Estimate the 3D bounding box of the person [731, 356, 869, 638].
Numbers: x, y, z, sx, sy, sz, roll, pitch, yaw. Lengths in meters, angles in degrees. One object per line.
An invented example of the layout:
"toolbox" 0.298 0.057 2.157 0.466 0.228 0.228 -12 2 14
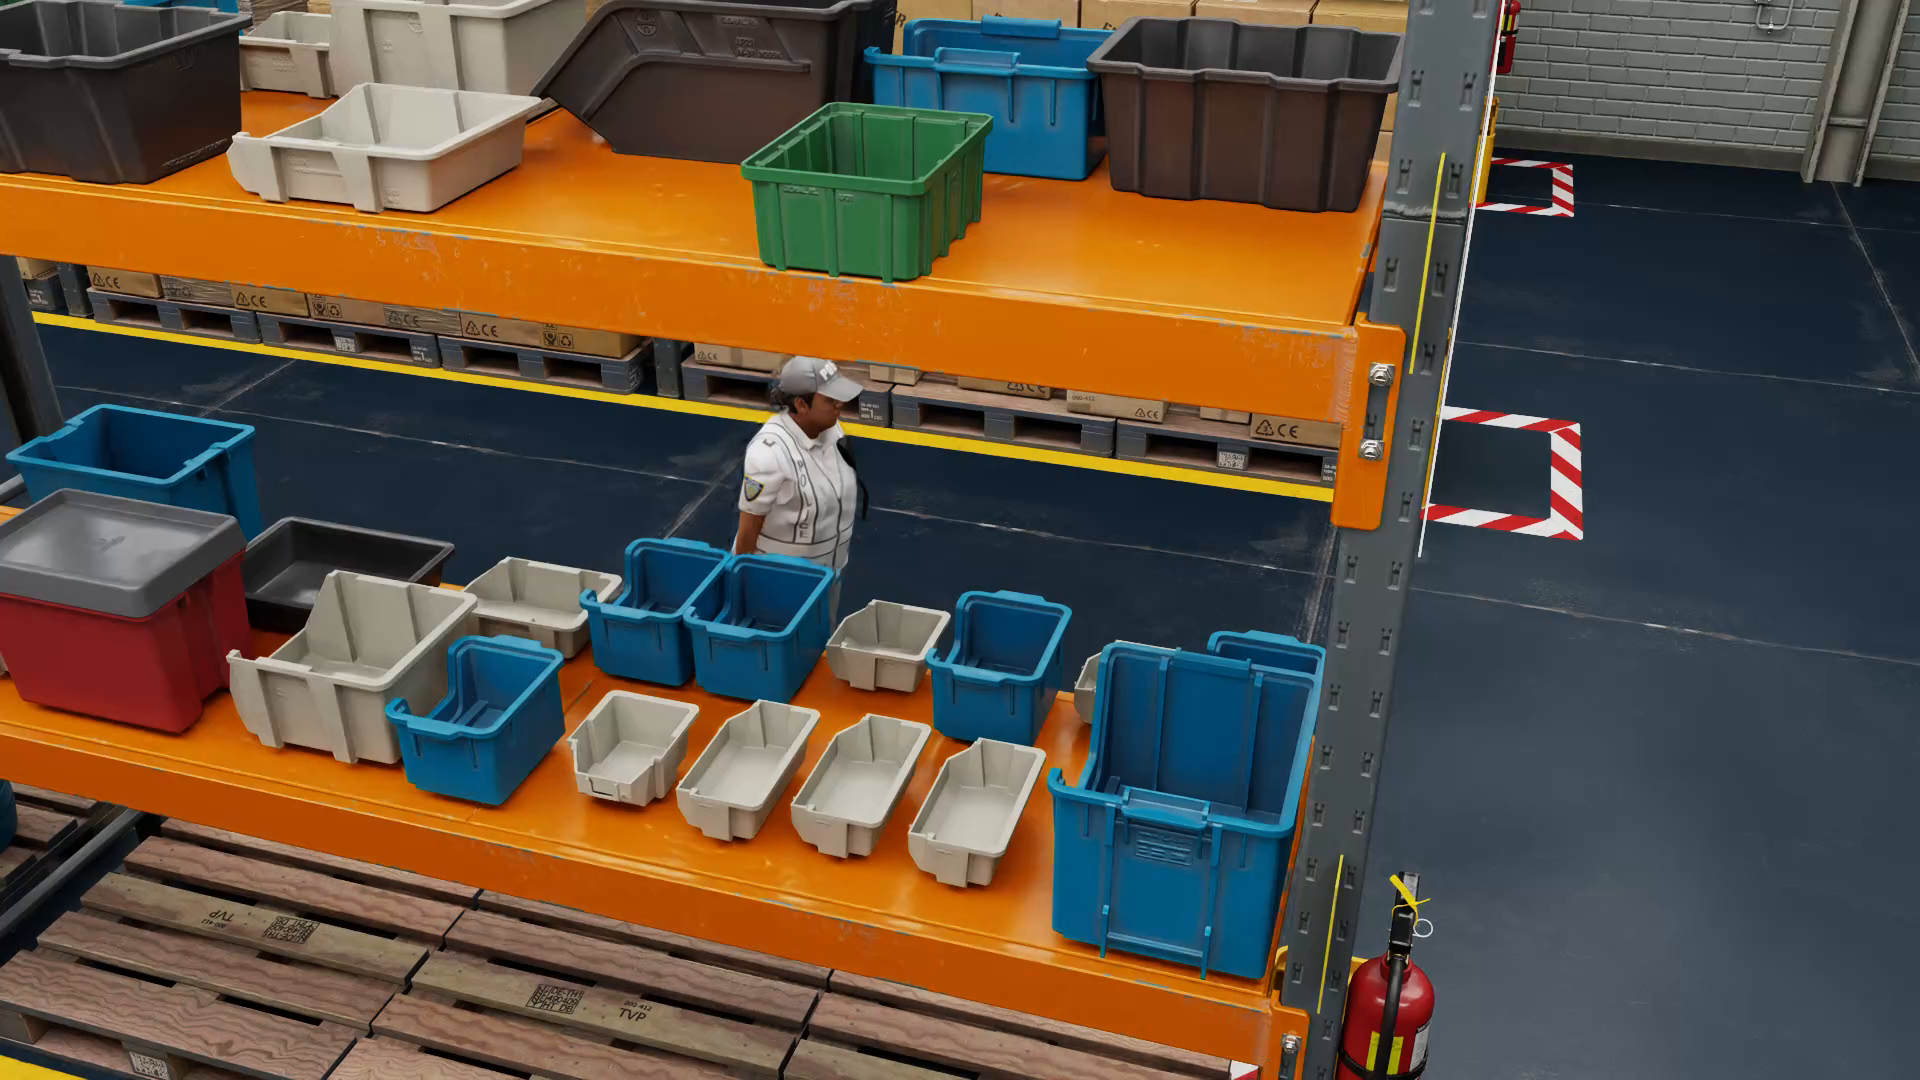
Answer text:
"person" -0.618 0.107 5.925 0.556 1.655 0.555 15 33 25
